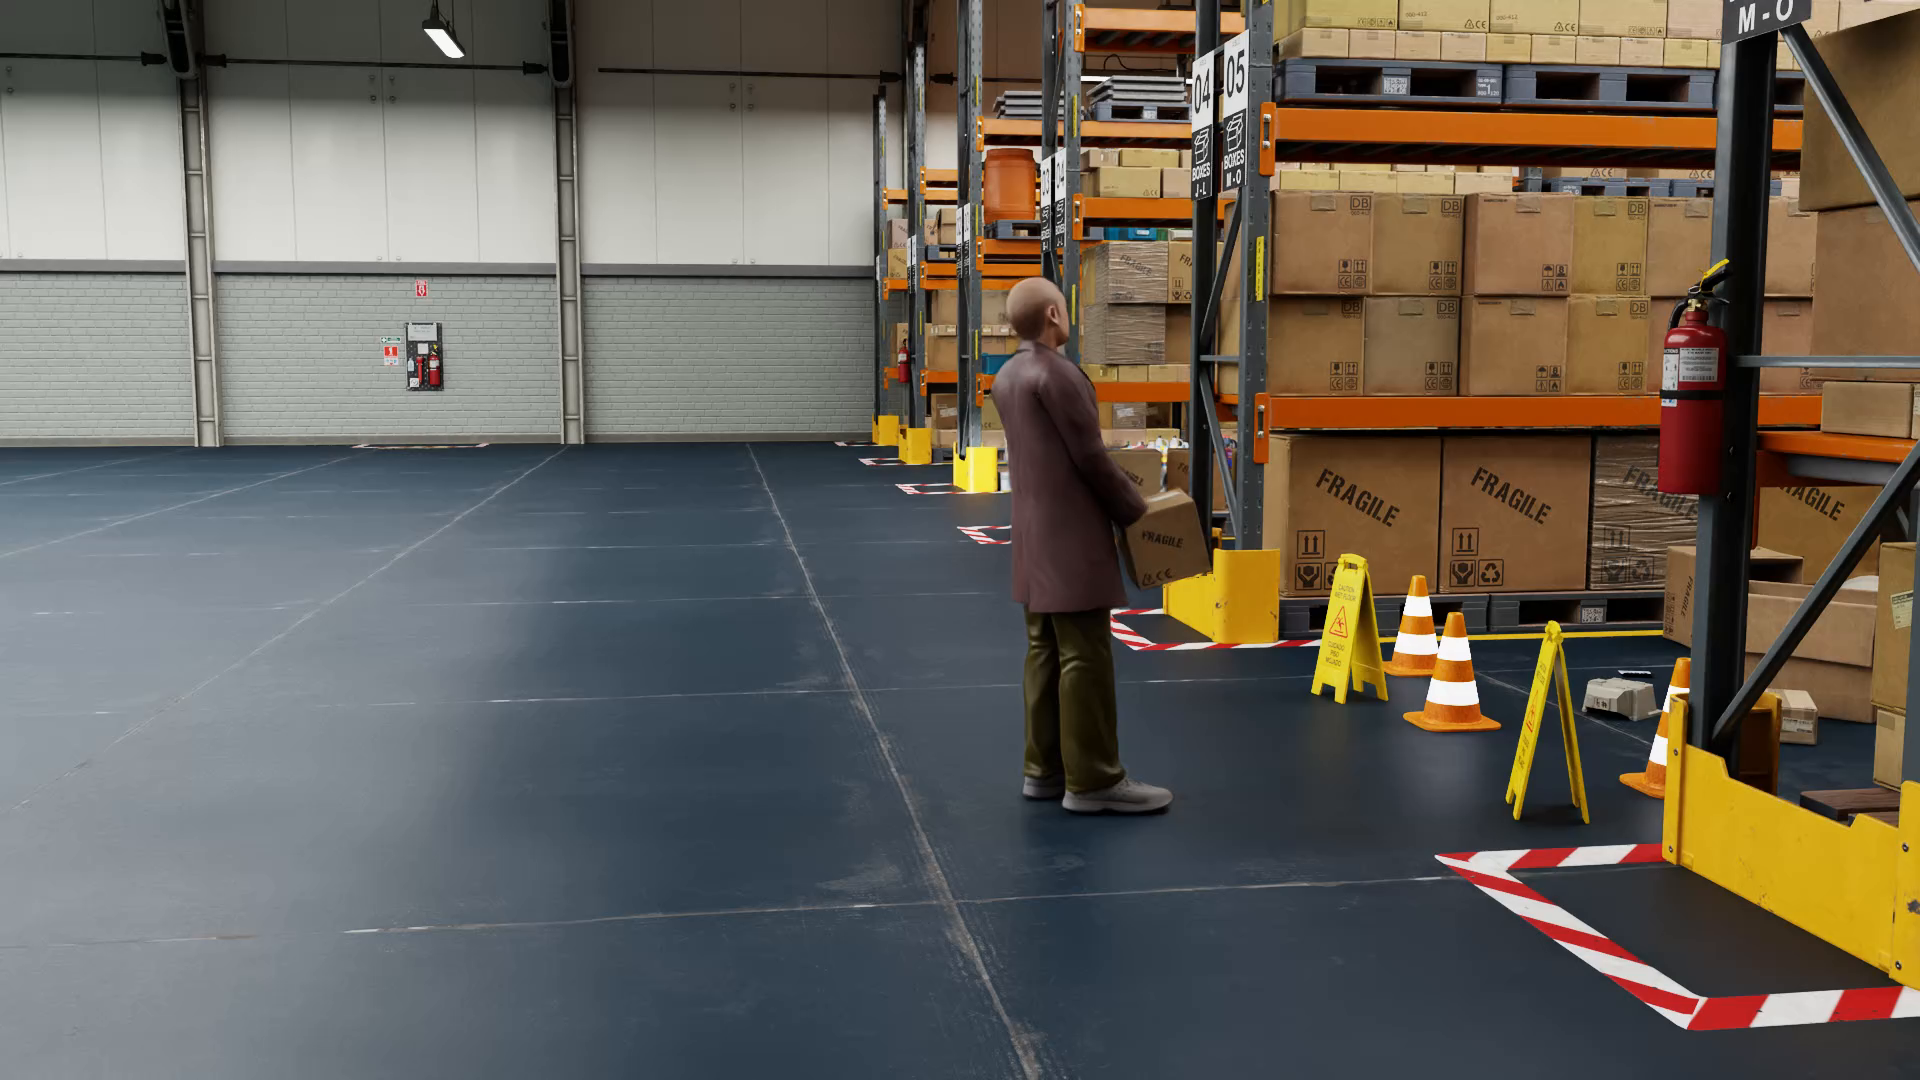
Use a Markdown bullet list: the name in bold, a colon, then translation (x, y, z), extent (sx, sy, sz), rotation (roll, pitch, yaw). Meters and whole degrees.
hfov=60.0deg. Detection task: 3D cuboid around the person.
- **person**: translation (0.397, 0.006, 5.672), extent (0.497, 1.782, 0.588), rotation (-3, 7, -21)
